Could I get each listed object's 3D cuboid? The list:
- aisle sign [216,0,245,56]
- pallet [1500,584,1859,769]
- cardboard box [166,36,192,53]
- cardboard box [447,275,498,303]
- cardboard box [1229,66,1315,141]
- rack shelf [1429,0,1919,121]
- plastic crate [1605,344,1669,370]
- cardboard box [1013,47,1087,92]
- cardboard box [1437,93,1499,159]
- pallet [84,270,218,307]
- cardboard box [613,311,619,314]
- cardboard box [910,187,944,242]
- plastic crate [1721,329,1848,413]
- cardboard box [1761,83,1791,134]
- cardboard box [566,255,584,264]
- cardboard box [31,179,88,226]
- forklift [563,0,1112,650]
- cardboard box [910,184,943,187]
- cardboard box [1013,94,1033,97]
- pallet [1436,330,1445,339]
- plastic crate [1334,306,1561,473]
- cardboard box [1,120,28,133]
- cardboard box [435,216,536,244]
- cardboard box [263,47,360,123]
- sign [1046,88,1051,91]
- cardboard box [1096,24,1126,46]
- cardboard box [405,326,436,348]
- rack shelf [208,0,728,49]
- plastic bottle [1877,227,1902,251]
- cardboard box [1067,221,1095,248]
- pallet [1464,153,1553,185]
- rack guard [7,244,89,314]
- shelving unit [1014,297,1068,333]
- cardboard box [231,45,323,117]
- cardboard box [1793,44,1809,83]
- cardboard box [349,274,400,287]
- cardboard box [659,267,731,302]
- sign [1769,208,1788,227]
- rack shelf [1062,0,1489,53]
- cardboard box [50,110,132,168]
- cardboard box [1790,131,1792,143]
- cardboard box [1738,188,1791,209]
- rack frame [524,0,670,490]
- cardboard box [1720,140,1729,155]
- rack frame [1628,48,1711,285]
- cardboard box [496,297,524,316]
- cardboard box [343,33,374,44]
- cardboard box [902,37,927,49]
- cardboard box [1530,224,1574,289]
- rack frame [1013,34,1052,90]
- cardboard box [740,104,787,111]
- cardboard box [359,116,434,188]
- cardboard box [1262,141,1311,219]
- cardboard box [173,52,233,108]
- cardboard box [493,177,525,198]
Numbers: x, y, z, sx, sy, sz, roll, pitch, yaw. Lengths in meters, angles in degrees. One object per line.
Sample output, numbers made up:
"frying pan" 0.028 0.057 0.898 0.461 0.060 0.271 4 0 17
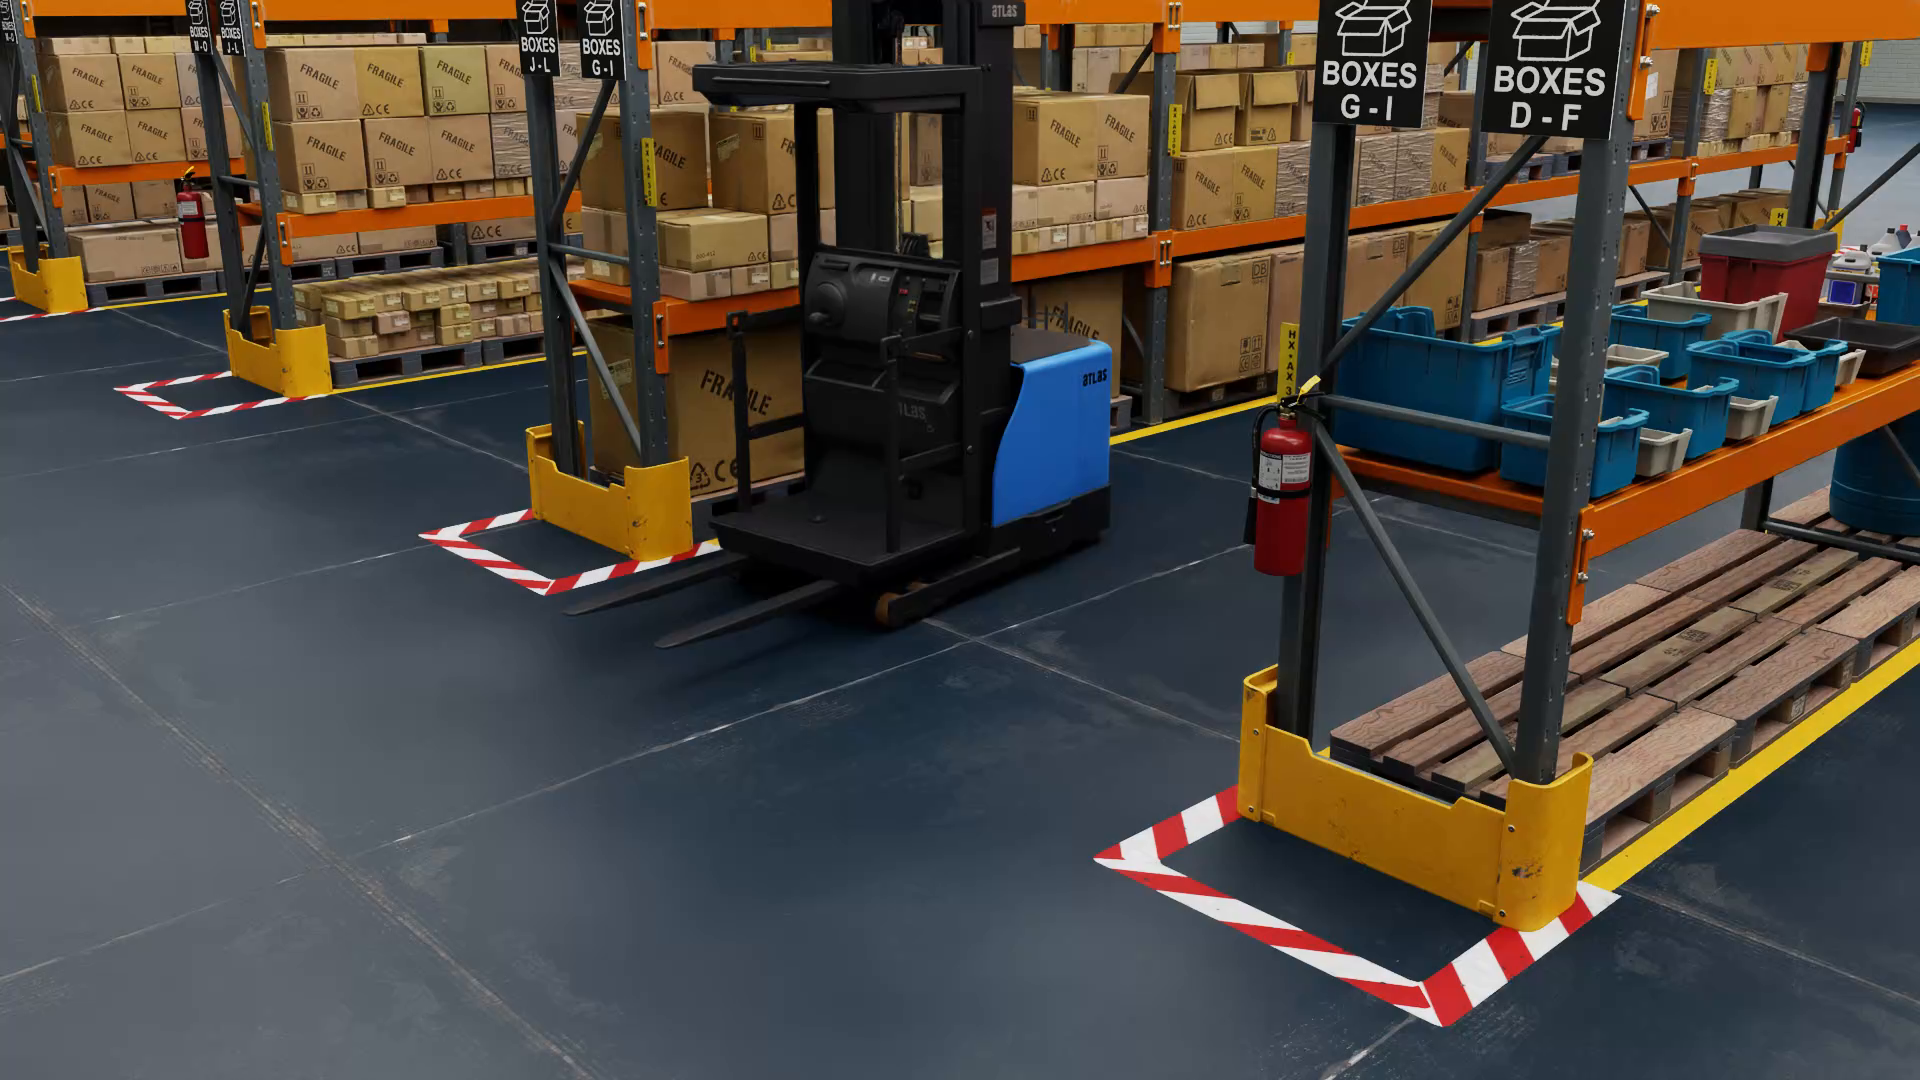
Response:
"aisle sign" -5.081 -3.764 11.515 0.004 0.787 0.394 -16 24 -41
"pallet" 3.016 0.536 6.989 1.213 0.211 1.003 -16 24 -41
"cardboard box" -7.517 -4.771 16.001 0.250 0.149 0.380 -16 24 -40
"cardboard box" -3.899 -2.009 13.295 0.250 0.149 0.380 -15 23 -39
"cardboard box" 2.413 -3.265 12.402 0.637 0.503 0.797 -15 23 -39
"rack shelf" 2.957 -1.876 6.209 4.000 0.370 1.077 -16 24 -41
"plastic crate" 2.580 -0.673 6.528 0.250 0.136 0.298 -16 24 -41
"cardboard box" 0.912 -4.921 17.517 0.500 0.500 0.700 -16 24 -41
"cardboard box" 4.279 -3.543 14.206 0.500 0.500 0.500 14 23 37
"pallet" -8.181 -2.558 16.533 1.213 0.211 1.003 -16 24 -41
"cardboard box" -3.047 -2.006 14.251 0.250 0.149 0.380 -17 25 -42
"cardboard box" -0.249 -1.917 9.796 0.500 0.250 0.500 -17 24 -42
"plastic crate" 3.084 -0.637 6.261 0.300 0.233 0.416 -16 24 -41
"cardboard box" 8.263 -4.614 17.707 0.500 0.500 0.875 -16 24 -41
"cardboard box" -3.284 -2.388 14.462 0.250 0.149 0.380 -17 25 -42
"cardboard box" -10.963 -4.101 20.142 0.500 0.500 0.700 -15 23 -39
"forklift" -0.517 -1.158 7.804 1.130 2.935 3.031 14 23 38
"cardboard box" -0.251 -2.139 10.478 0.500 0.250 0.500 -16 24 -39
"cardboard box" 0.120 -2.605 10.700 0.500 0.500 0.500 -16 24 -41
"pallet" 3.289 -1.696 13.872 1.213 0.211 1.003 -16 24 -41
"plastic crate" 1.619 -0.525 5.587 0.499 0.435 0.616 -16 24 -41
"cardboard box" -11.148 -4.866 19.536 0.250 0.149 0.380 -15 23 -39
"cardboard box" -5.406 -3.884 18.864 0.875 0.875 0.875 -15 23 -39
"cardboard box" -4.725 -3.310 12.066 0.500 0.500 0.500 -16 24 -41
"sign" 0.627 -2.957 11.493 0.005 0.325 0.100 -16 24 -41
"cardboard box" 2.024 -7.359 24.553 0.500 0.500 0.700 -17 24 -41
"cardboard box" -4.323 -1.621 13.062 0.250 0.149 0.380 -16 24 -40
"rack shelf" -3.780 -4.118 13.127 4.000 0.370 1.077 -16 24 -41
"plastic bottle" 4.853 -1.459 8.702 0.185 0.351 0.144 -16 24 -41
"cardboard box" 0.637 -1.958 10.568 0.250 0.149 0.380 -17 24 -42
"pallet" 4.358 -3.256 14.474 1.003 0.211 1.213 -16 24 -41
"rack guard" -8.725 -2.504 15.896 0.348 0.500 1.175 -16 24 -41
"shelving unit" 0.443 -0.736 9.310 0.258 1.200 0.189 14 23 38
"cardboard box" -5.072 -3.427 12.427 0.500 0.500 0.500 -17 24 -42
"cardboard box" 8.772 -5.148 17.732 0.500 0.500 0.500 -16 24 -41
"cardboard box" -4.700 -2.029 13.357 0.250 0.149 0.380 -17 25 -42
"cardboard box" -1.415 -1.359 8.720 0.250 0.149 0.380 -16 24 -40
"sign" 4.034 -1.470 8.206 0.005 0.325 0.100 -16 24 -41
"rack shelf" 2.460 -3.833 12.247 4.000 0.370 1.077 -16 24 -41
"cardboard box" -8.162 -3.783 15.626 0.500 0.500 0.500 -17 24 -41
"cardboard box" 8.764 -4.373 18.015 0.250 0.149 0.380 -16 24 -41
"cardboard box" 9.261 -3.750 19.058 0.500 0.500 0.500 -11 21 -31
"rack frame" -1.899 -1.477 8.677 0.127 3.000 1.000 -16 24 -41
"cardboard box" 7.536 -3.988 16.828 0.250 0.149 0.380 -16 24 -41
"rack frame" 6.820 -4.020 16.520 0.127 3.000 1.000 -16 24 -41
"cardboard box" -3.765 -1.940 13.564 0.250 0.149 0.380 -15 23 -38
"cardboard box" -6.261 -5.159 17.196 0.250 0.149 0.380 -16 24 -41
"cardboard box" -0.661 -6.641 22.226 0.380 0.149 0.250 17 25 42
"cardboard box" 5.593 -2.699 15.786 0.700 0.500 0.500 15 23 39
"rack frame" 0.579 -4.305 17.400 0.127 3.000 1.000 -16 24 -41
"cardboard box" -1.725 -3.801 14.607 0.250 0.149 0.380 -15 23 -38
"cardboard box" -4.346 -2.951 12.580 0.500 0.500 0.500 -16 24 -41
"cardboard box" 2.242 -2.626 12.060 0.500 0.500 0.500 -17 25 -42
"cardboard box" -7.424 -4.481 16.158 0.500 0.500 0.500 -16 24 -41
"cardboard box" -3.675 -2.828 13.250 0.250 0.149 0.380 -15 23 -39
